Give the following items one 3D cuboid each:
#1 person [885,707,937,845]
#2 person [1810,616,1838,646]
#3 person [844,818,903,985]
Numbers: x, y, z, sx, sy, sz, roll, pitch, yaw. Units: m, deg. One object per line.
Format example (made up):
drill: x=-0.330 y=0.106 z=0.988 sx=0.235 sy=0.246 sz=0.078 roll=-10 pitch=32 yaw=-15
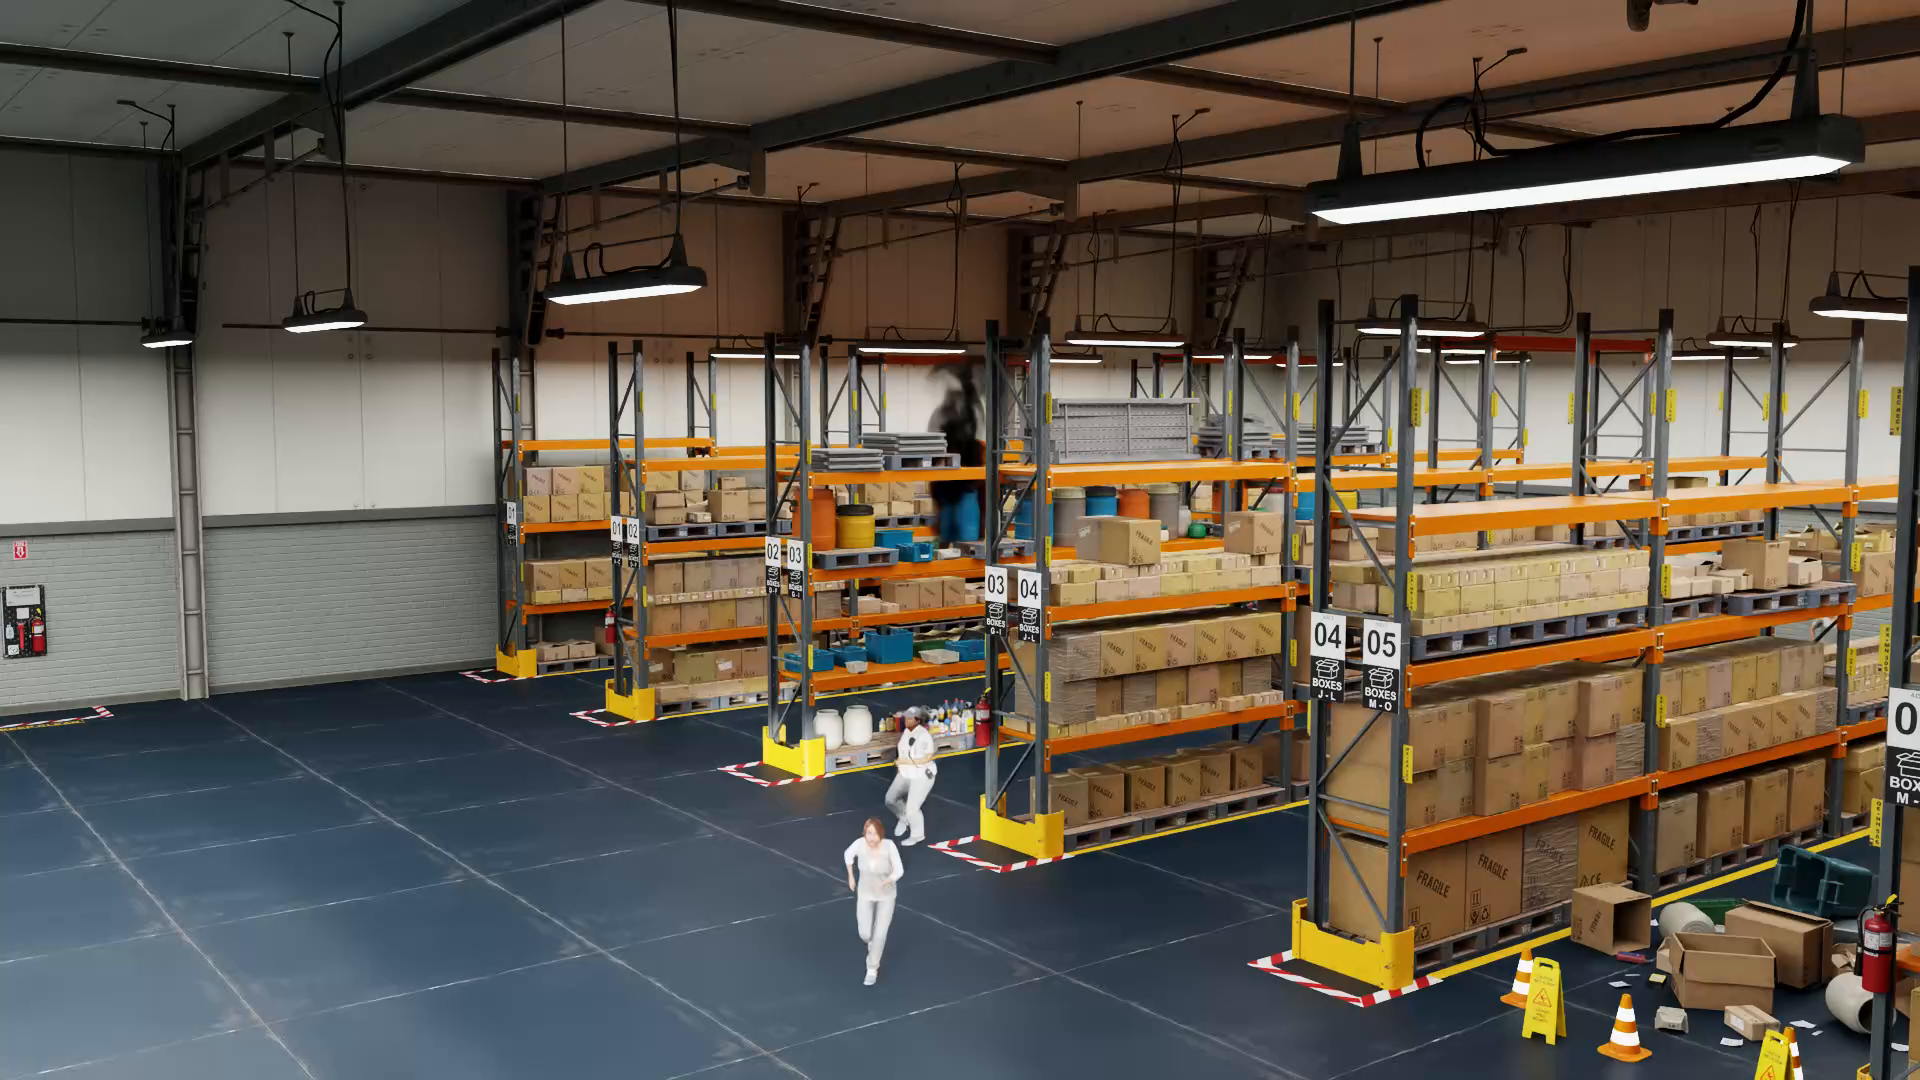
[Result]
person: x=-0.551 y=2.710 z=19.009 sx=0.692 sy=1.617 sz=0.581 roll=4 pitch=7 yaw=40
person: x=14.782 y=1.863 z=28.245 sx=0.606 sy=1.657 sz=0.869 roll=1 pitch=5 yaw=12
person: x=-0.755 y=3.160 z=14.538 sx=0.527 sy=1.501 sz=0.666 roll=0 pitch=5 yaw=0
